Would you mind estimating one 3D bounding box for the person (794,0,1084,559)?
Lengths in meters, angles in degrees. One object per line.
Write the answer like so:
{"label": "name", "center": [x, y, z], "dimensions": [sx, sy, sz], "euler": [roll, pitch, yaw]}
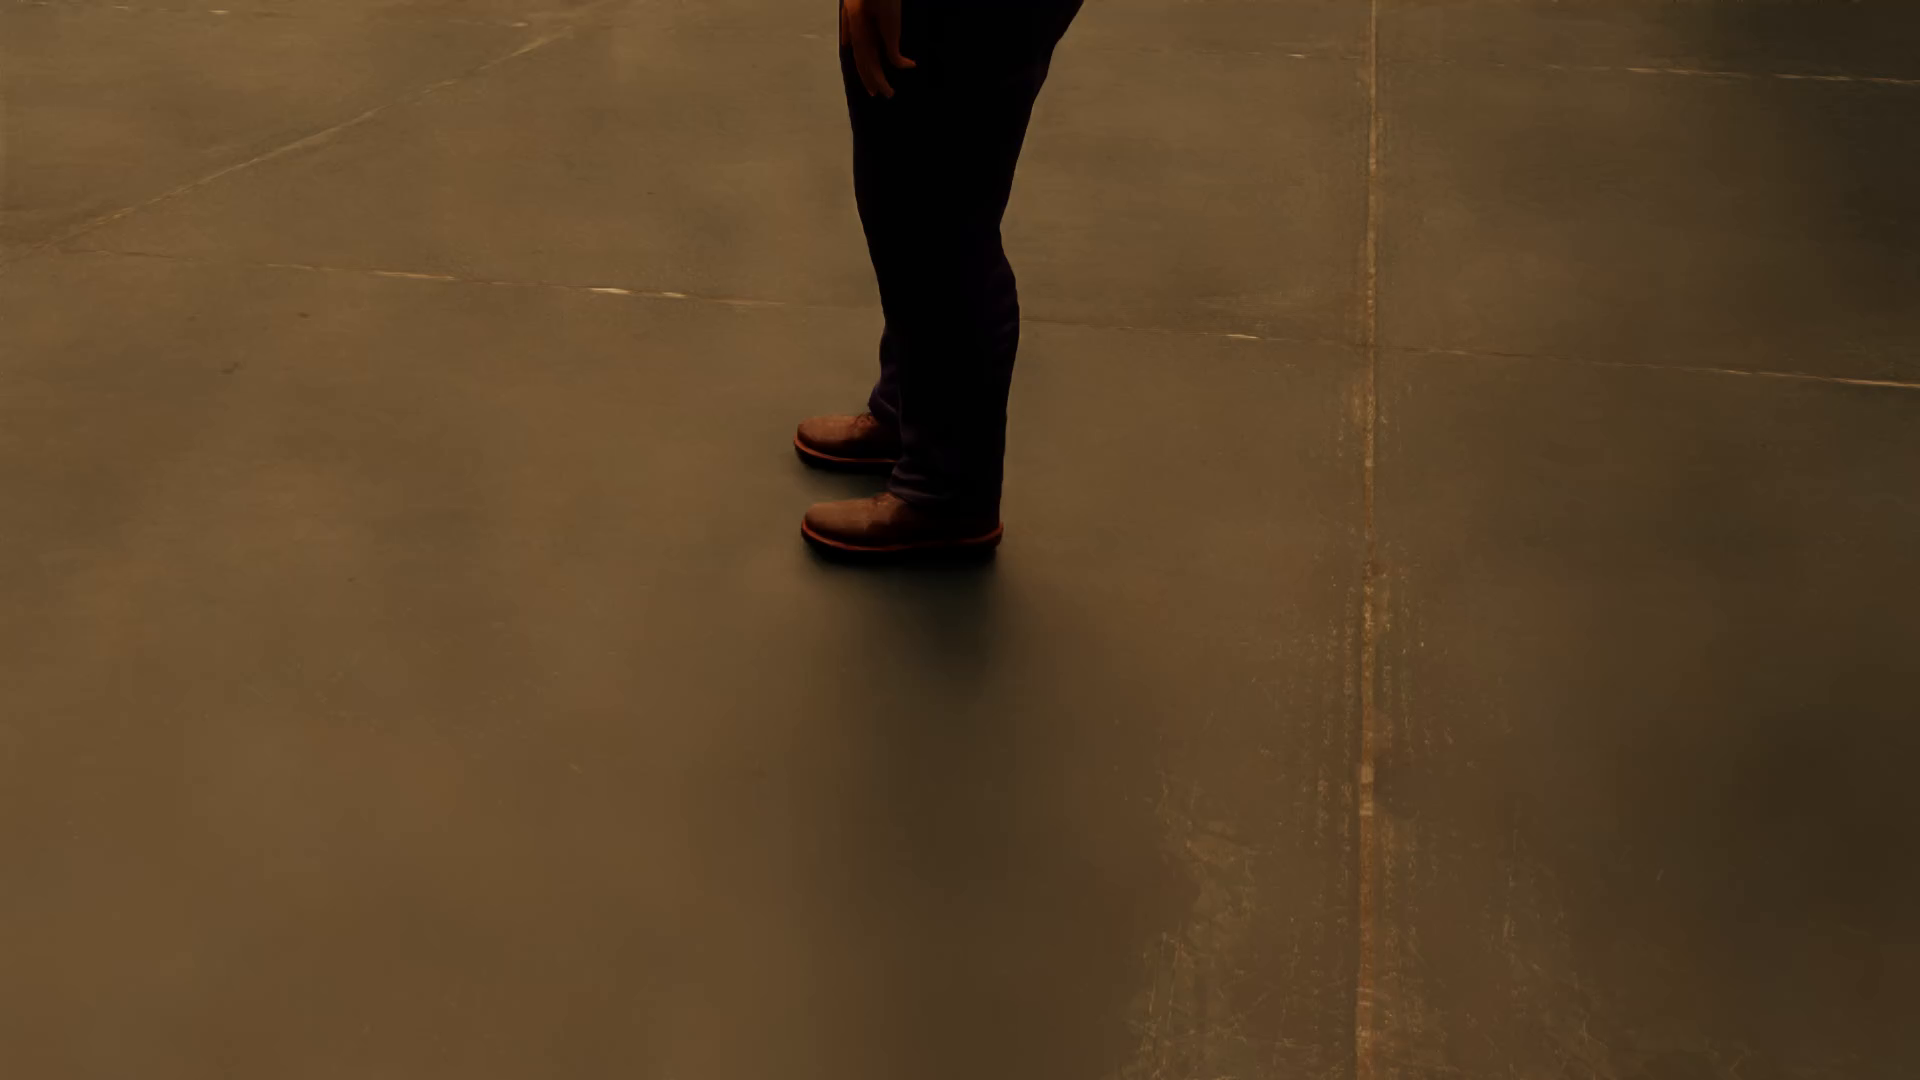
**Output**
{"label": "person", "center": [-0.083, -0.756, 2.166], "dimensions": [0.502, 1.640, 0.599], "euler": [6, 27, 11]}
